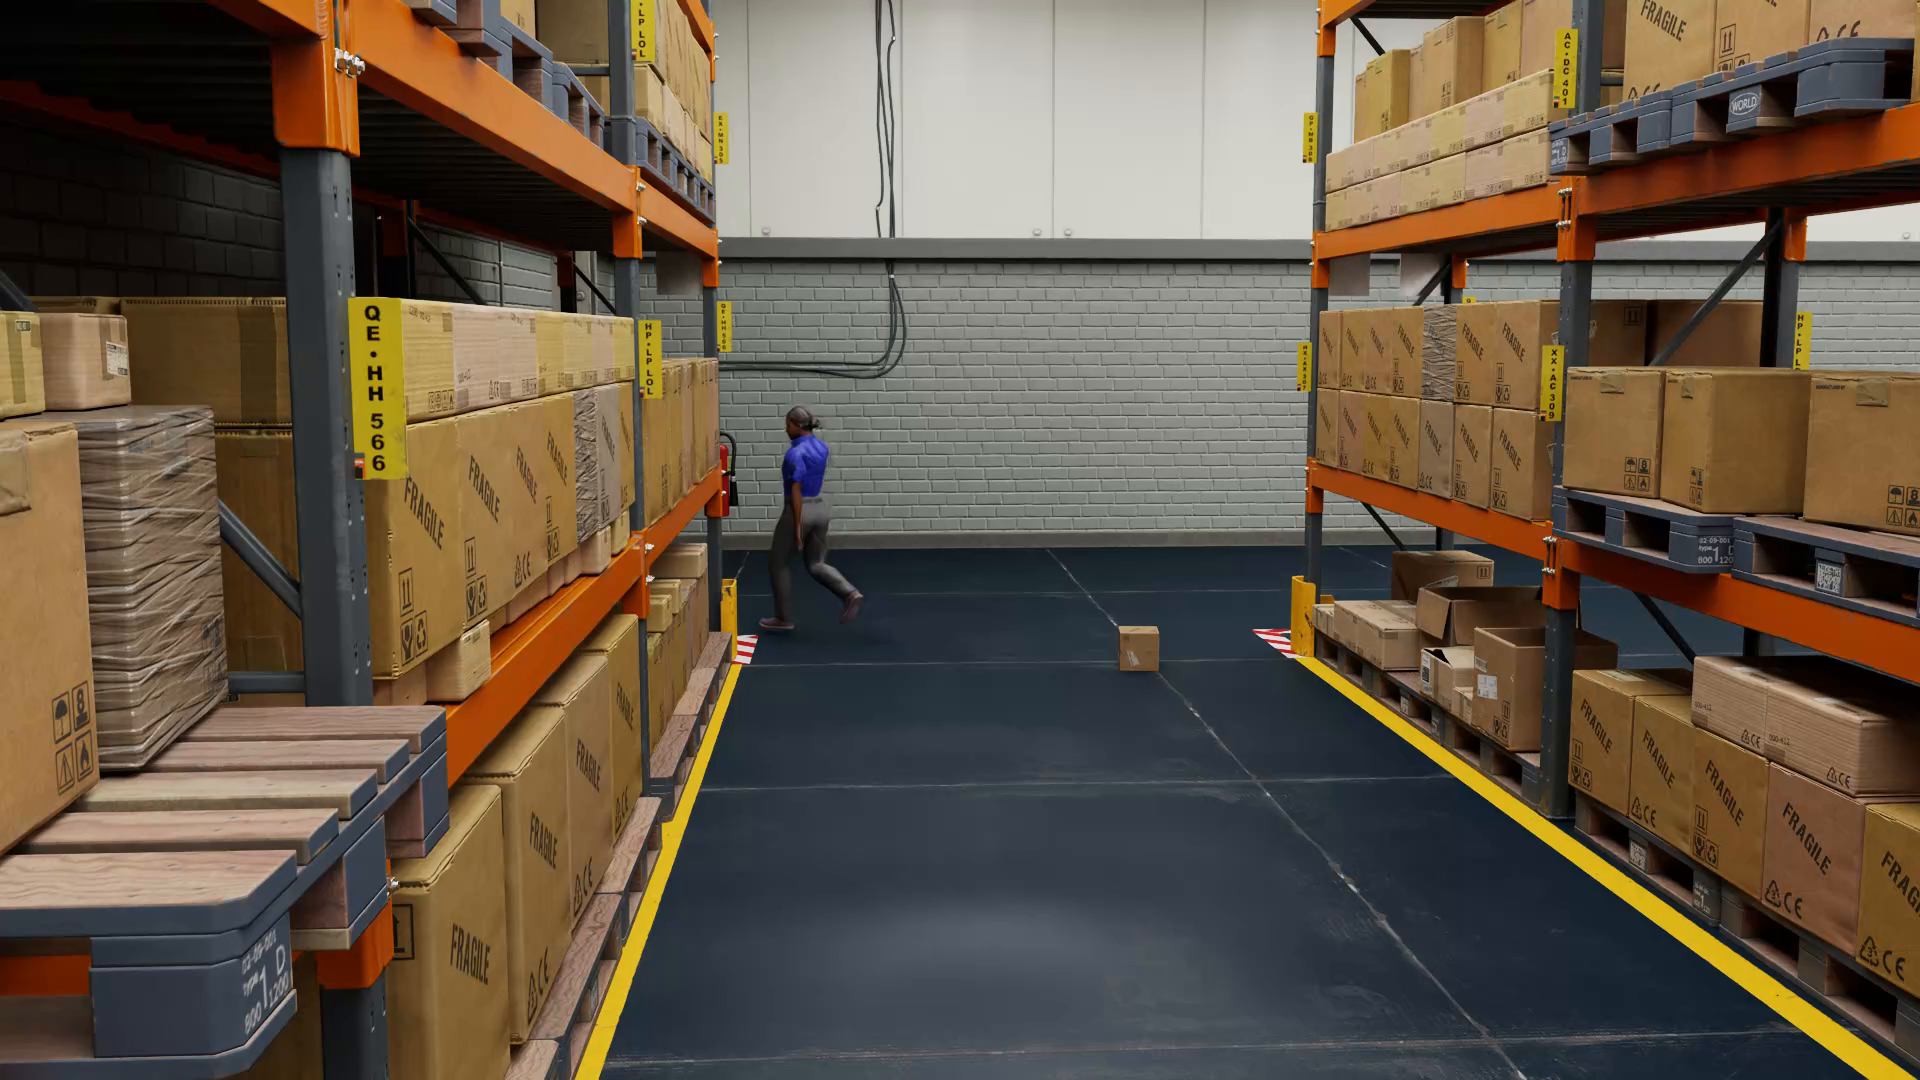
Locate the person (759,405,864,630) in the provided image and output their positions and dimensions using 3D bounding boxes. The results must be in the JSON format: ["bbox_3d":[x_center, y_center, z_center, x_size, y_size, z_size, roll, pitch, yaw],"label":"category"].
[{"bbox_3d":[-1.088,-0.152,11.897,0.783,1.618,0.447,5,9,36],"label":"person"}]
